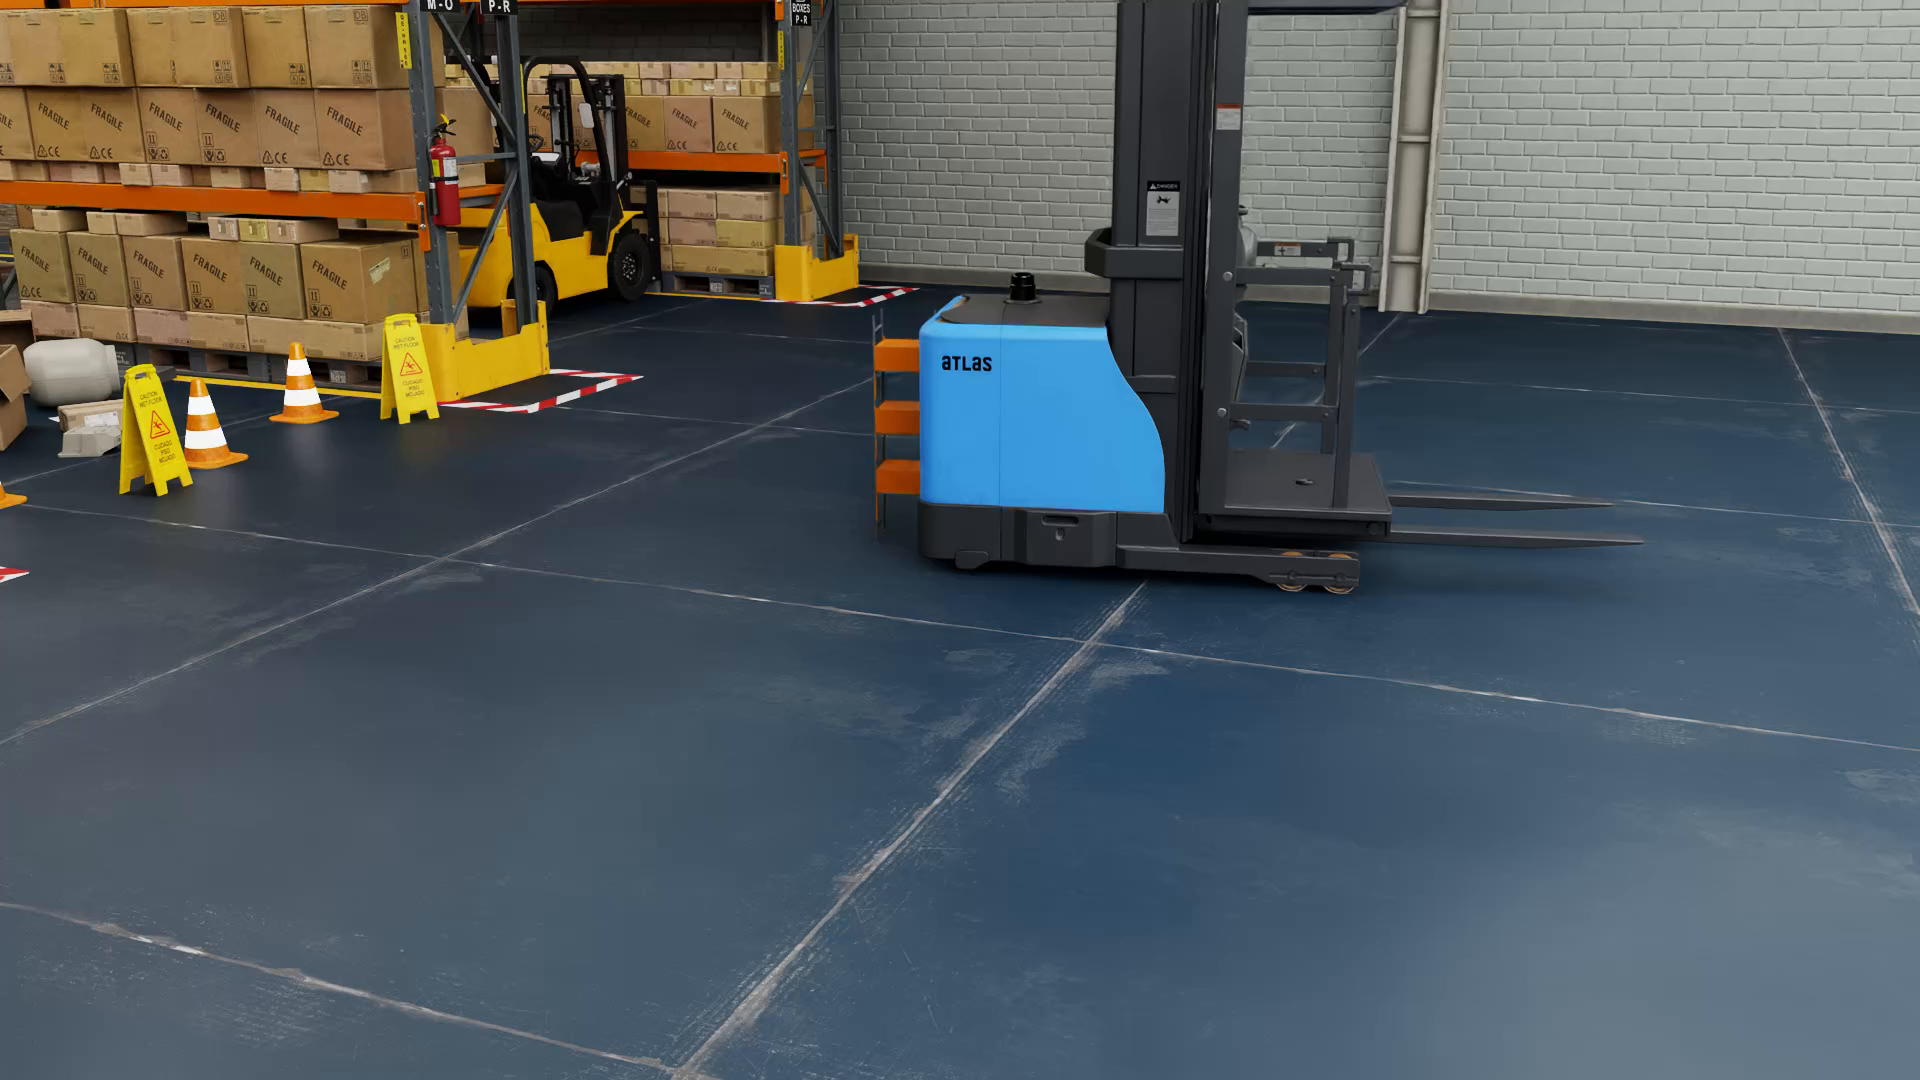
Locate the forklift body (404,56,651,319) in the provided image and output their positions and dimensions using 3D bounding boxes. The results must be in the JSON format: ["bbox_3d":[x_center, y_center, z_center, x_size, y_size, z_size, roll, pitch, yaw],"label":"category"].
[{"bbox_3d":[-3.793,-3.088,14.454,1.214,2.155,2.313,6,17,21],"label":"forklift body"}]

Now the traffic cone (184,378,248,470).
[{"bbox_3d":[-4.142,-0.656,9.103,0.334,0.463,0.336,6,17,21],"label":"traffic cone"}]

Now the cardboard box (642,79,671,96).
[{"bbox_3d":[-2.745,-4.202,15.424,0.250,0.149,0.380,6,17,19],"label":"cardboard box"}]

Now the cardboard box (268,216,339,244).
[{"bbox_3d":[-4.385,-2.075,11.110,0.250,0.149,0.380,7,18,22],"label":"cardboard box"}]

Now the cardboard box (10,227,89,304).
[{"bbox_3d":[-6.449,-2.008,12.042,0.500,0.500,0.500,7,18,23],"label":"cardboard box"}]

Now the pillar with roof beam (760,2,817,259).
[{"bbox_3d":[-3.257,-5.845,11.666,0.400,9.000,9.100,6,17,21],"label":"pillar with roof beam"}]

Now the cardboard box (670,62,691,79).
[{"bbox_3d":[-2.469,-4.341,15.371,0.250,0.149,0.380,6,17,21],"label":"cardboard box"}]

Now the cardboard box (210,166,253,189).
[{"bbox_3d":[-4.820,-2.462,11.226,0.250,0.149,0.380,6,17,20],"label":"cardboard box"}]

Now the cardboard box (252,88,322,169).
[{"bbox_3d":[-4.248,-2.715,10.932,0.500,0.500,0.500,6,17,21],"label":"cardboard box"}]

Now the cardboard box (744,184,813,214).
[{"bbox_3d":[-1.738,-3.235,15.821,0.500,0.250,0.500,6,17,20],"label":"cardboard box"}]

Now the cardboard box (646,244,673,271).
[{"bbox_3d":[-2.834,-2.729,15.874,0.500,0.250,0.500,6,17,21],"label":"cardboard box"}]

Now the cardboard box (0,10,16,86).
[{"bbox_3d":[-6.569,-3.466,11.728,0.500,0.500,0.700,6,17,20],"label":"cardboard box"}]

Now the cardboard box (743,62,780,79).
[{"bbox_3d":[-1.771,-4.260,15.090,0.250,0.149,0.380,6,17,21],"label":"cardboard box"}]

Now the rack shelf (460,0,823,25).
[{"bbox_3d":[-3.221,-5.075,15.684,4.000,0.370,1.077,6,17,21],"label":"rack shelf"}]

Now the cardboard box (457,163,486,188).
[{"bbox_3d":[-3.418,-2.455,11.201,0.250,0.149,0.380,6,17,21],"label":"cardboard box"}]

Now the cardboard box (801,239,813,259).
[{"bbox_3d":[-1.745,-2.757,15.970,0.500,0.250,0.500,6,17,21],"label":"cardboard box"}]

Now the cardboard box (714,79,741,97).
[{"bbox_3d":[-2.034,-4.116,15.128,0.250,0.149,0.380,7,17,22],"label":"cardboard box"}]

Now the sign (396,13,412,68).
[{"bbox_3d":[-3.400,-3.053,10.168,0.005,0.325,0.100,6,17,21],"label":"sign"}]

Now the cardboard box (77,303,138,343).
[{"bbox_3d":[-5.948,-1.596,11.969,0.500,0.250,0.500,7,18,24],"label":"cardboard box"}]

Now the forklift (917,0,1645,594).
[{"bbox_3d":[1.378,-1.342,7.040,3.031,2.935,1.130,3,16,9],"label":"forklift"}]

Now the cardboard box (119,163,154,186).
[{"bbox_3d":[-5.537,-2.527,11.450,0.250,0.149,0.380,6,17,21],"label":"cardboard box"}]

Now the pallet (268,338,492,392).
[{"bbox_3d":[-3.991,-1.248,11.595,1.213,0.211,1.003,6,17,21],"label":"pallet"}]

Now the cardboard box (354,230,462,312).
[{"bbox_3d":[-3.849,-1.885,11.621,0.500,0.500,0.500,6,17,19],"label":"cardboard box"}]

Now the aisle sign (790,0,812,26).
[{"bbox_3d":[-1.407,-4.941,14.650,0.004,0.787,0.394,6,17,21],"label":"aisle sign"}]

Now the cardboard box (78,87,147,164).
[{"bbox_3d":[-5.654,-2.870,11.467,0.500,0.500,0.500,6,17,20],"label":"cardboard box"}]

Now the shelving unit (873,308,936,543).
[{"bbox_3d":[-0.246,-0.512,7.554,0.252,1.050,0.215,3,16,9],"label":"shelving unit"}]

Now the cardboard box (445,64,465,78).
[{"bbox_3d":[-4.893,-4.577,16.184,0.250,0.149,0.380,7,17,22],"label":"cardboard box"}]

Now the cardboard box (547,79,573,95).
[{"bbox_3d":[-3.701,-4.305,15.779,0.250,0.149,0.380,6,17,19],"label":"cardboard box"}]

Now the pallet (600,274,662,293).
[{"bbox_3d":[-3.218,-2.629,16.350,1.213,0.211,1.003,6,17,21],"label":"pallet"}]

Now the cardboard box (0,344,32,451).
[{"bbox_3d":[-5.741,-0.812,9.567,0.637,0.503,0.797,-5,17,-18],"label":"cardboard box"}]

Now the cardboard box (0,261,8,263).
[{"bbox_3d":[-8.058,-1.962,13.012,0.625,0.372,0.950,7,18,24],"label":"cardboard box"}]

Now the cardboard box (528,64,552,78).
[{"bbox_3d":[-3.923,-4.478,15.841,0.250,0.149,0.380,6,17,20],"label":"cardboard box"}]

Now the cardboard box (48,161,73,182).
[{"bbox_3d":[-6.211,-2.629,11.800,0.250,0.149,0.380,6,17,20],"label":"cardboard box"}]

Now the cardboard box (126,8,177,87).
[{"bbox_3d":[-5.126,-3.320,11.225,0.500,0.500,0.700,6,17,20],"label":"cardboard box"}]

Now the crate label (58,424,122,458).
[{"bbox_3d":[-4.896,-0.564,9.370,0.298,0.136,0.250,-2,16,-8],"label":"crate label"}]

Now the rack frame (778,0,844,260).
[{"bbox_3d":[-1.360,-3.775,15.298,0.127,3.000,1.000,6,17,21],"label":"rack frame"}]

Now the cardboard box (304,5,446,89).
[{"bbox_3d":[-3.733,-3.154,10.652,0.500,0.500,0.700,6,17,19],"label":"cardboard box"}]

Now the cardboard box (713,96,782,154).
[{"bbox_3d":[-1.914,-3.805,15.222,0.500,0.500,0.500,6,17,19],"label":"cardboard box"}]

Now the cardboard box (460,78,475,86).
[{"bbox_3d":[-4.640,-4.417,16.165,0.250,0.149,0.380,7,17,22],"label":"cardboard box"}]

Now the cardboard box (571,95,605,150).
[{"bbox_3d":[-3.342,-3.962,15.761,0.500,0.500,0.500,6,17,21],"label":"cardboard box"}]

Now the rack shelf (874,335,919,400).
[{"bbox_3d":[-0.246,-0.774,7.478,0.240,0.259,0.215,3,16,9],"label":"rack shelf"}]

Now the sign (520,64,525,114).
[{"bbox_3d":[-2.979,-3.044,11.226,0.005,0.325,0.100,6,17,21],"label":"sign"}]

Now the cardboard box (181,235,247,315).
[{"bbox_3d":[-4.972,-1.849,11.496,0.500,0.500,0.500,6,17,19],"label":"cardboard box"}]

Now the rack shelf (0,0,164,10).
[{"bbox_3d":[-10.663,-5.893,18.503,4.000,0.370,1.077,6,17,21],"label":"rack shelf"}]

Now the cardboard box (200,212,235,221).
[{"bbox_3d":[-7.616,-3.523,17.934,0.625,0.625,0.875,7,18,22],"label":"cardboard box"}]

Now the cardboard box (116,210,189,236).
[{"bbox_3d":[-5.624,-2.212,11.583,0.250,0.149,0.380,7,18,24],"label":"cardboard box"}]

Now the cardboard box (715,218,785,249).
[{"bbox_3d":[-1.928,-2.865,15.445,0.500,0.250,0.500,6,17,20],"label":"cardboard box"}]

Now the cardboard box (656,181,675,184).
[{"bbox_3d":[-3.139,-3.393,16.367,0.500,0.250,0.500,6,17,20],"label":"cardboard box"}]

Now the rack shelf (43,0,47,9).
[{"bbox_3d":[-8.759,-4.196,12.658,4.000,0.370,1.077,6,17,21],"label":"rack shelf"}]

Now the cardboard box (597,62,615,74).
[{"bbox_3d":[-3.200,-4.415,15.625,0.250,0.149,0.380,7,17,21],"label":"cardboard box"}]

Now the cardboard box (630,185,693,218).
[{"bbox_3d":[-2.853,-3.203,15.710,0.500,0.250,0.500,7,17,21],"label":"cardboard box"}]

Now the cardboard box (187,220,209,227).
[{"bbox_3d":[-5.776,-2.095,12.345,0.500,0.500,0.500,7,17,22],"label":"cardboard box"}]

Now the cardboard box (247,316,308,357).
[{"bbox_3d":[-4.507,-1.437,11.421,0.500,0.250,0.500,6,17,21],"label":"cardboard box"}]

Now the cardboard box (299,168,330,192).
[{"bbox_3d":[-4.111,-2.379,10.937,0.250,0.149,0.380,6,17,20],"label":"cardboard box"}]
